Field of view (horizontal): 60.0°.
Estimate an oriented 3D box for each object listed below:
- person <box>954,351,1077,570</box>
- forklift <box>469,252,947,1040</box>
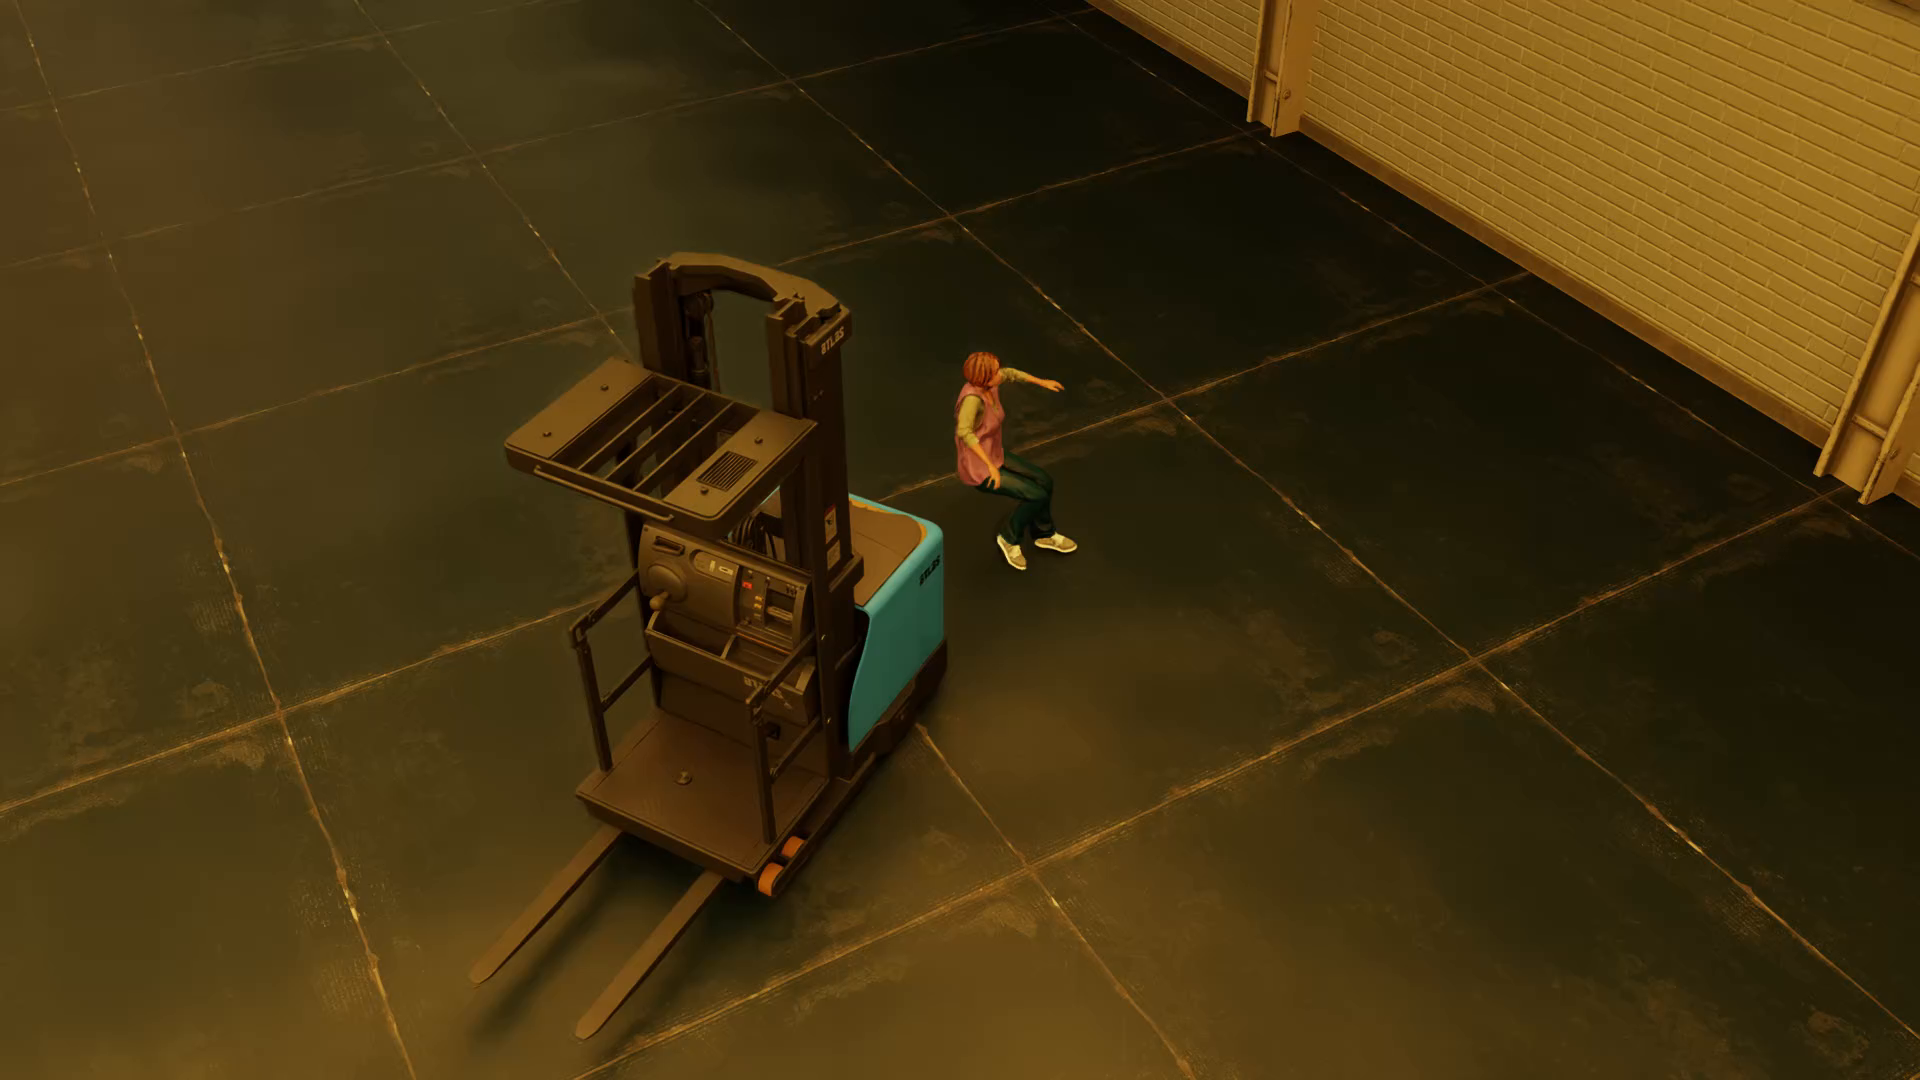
[{"bbox_3d":[0.344,-0.474,9.806,0.746,1.381,0.999,6,40,7],"label":"person"},{"bbox_3d":[-1.222,0.298,7.677,1.130,2.935,3.031,19,43,22],"label":"forklift"}]
